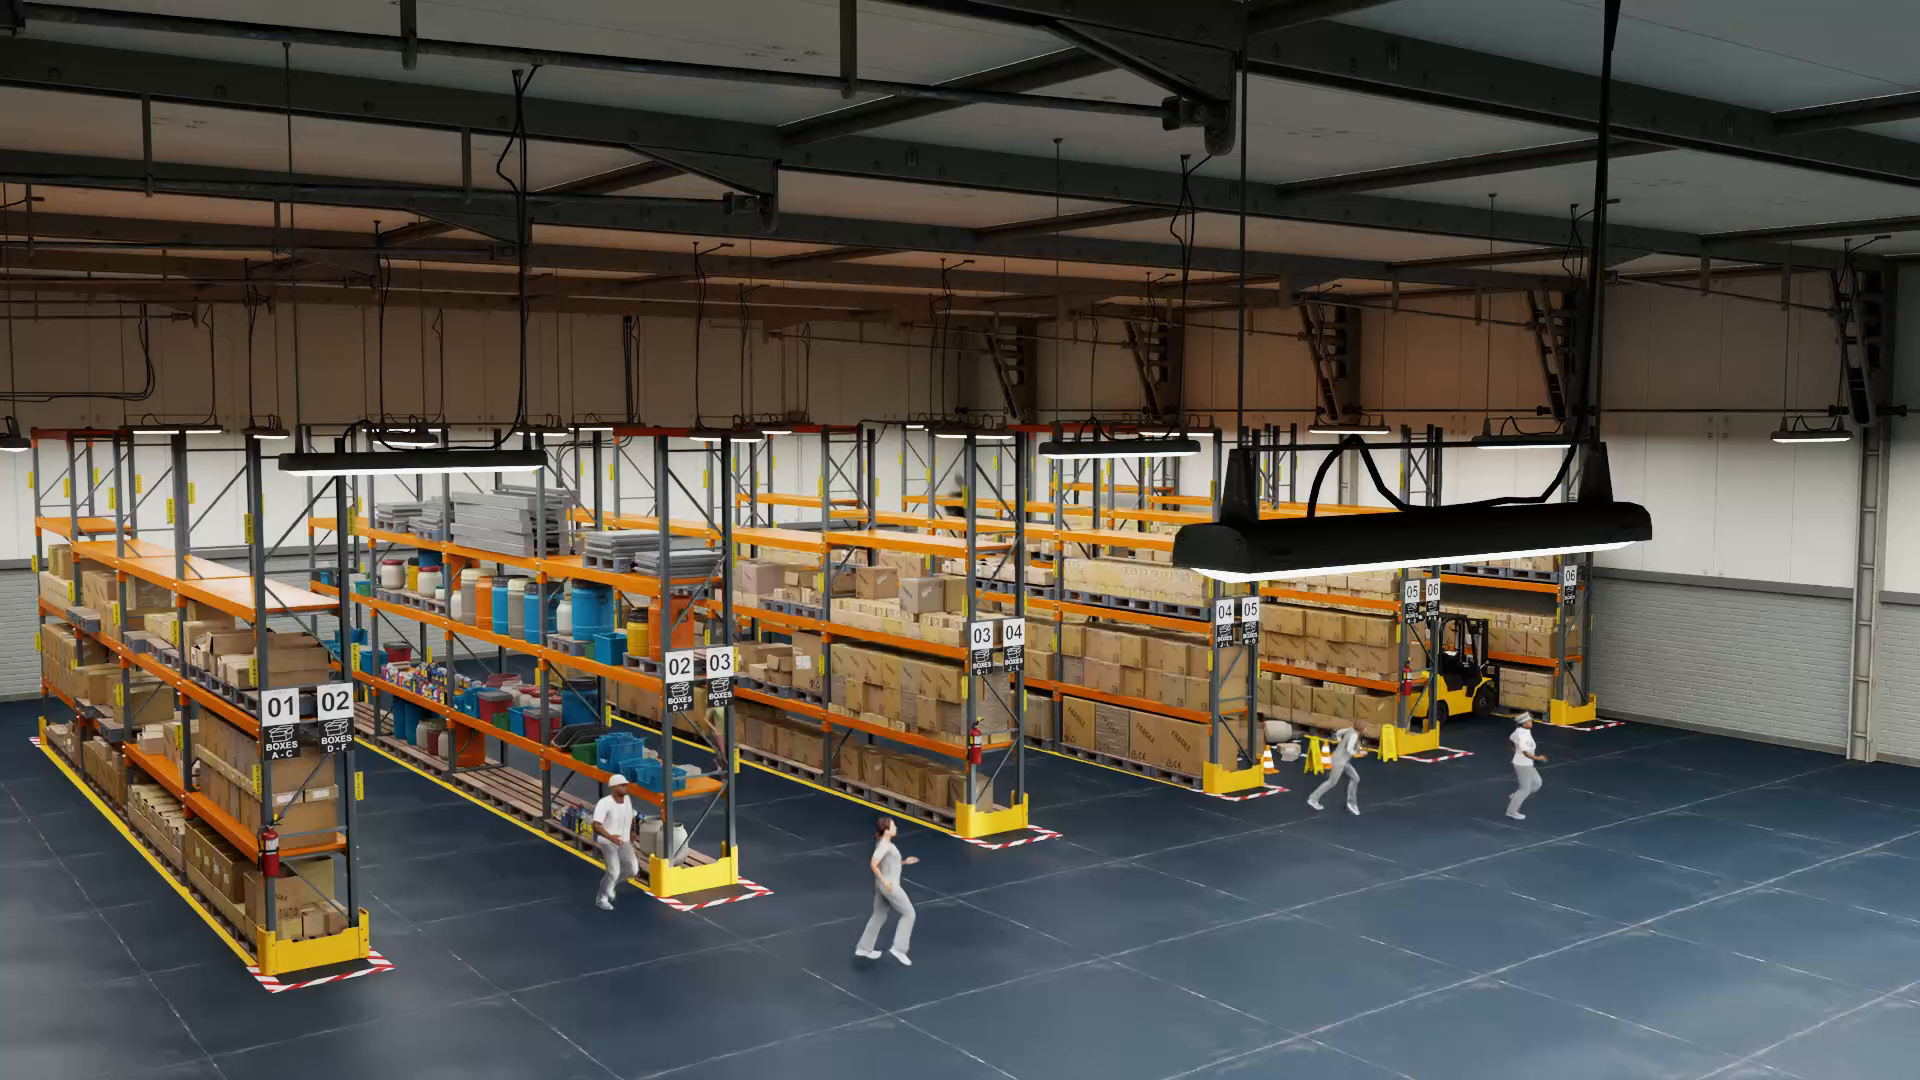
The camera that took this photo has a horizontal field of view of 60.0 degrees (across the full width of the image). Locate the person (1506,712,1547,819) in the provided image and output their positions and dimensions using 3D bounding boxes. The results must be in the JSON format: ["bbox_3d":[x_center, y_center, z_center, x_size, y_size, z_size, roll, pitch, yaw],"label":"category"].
[{"bbox_3d":[8.784,3.479,25.760,0.595,1.672,0.567,1,5,15],"label":"person"}]

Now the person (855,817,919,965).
[{"bbox_3d":[-0.830,4.007,18.969,0.738,1.721,0.531,-1,5,-16],"label":"person"}]

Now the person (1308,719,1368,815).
[{"bbox_3d":[5.924,3.550,26.071,0.911,1.542,0.579,1,5,9],"label":"person"}]

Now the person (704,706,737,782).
[{"bbox_3d":[-4.061,3.299,28.242,0.572,1.626,0.604,-3,6,-38],"label":"person"}]

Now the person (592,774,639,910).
[{"bbox_3d":[-4.335,3.818,21.119,0.547,1.697,0.755,3,5,34],"label":"person"}]
